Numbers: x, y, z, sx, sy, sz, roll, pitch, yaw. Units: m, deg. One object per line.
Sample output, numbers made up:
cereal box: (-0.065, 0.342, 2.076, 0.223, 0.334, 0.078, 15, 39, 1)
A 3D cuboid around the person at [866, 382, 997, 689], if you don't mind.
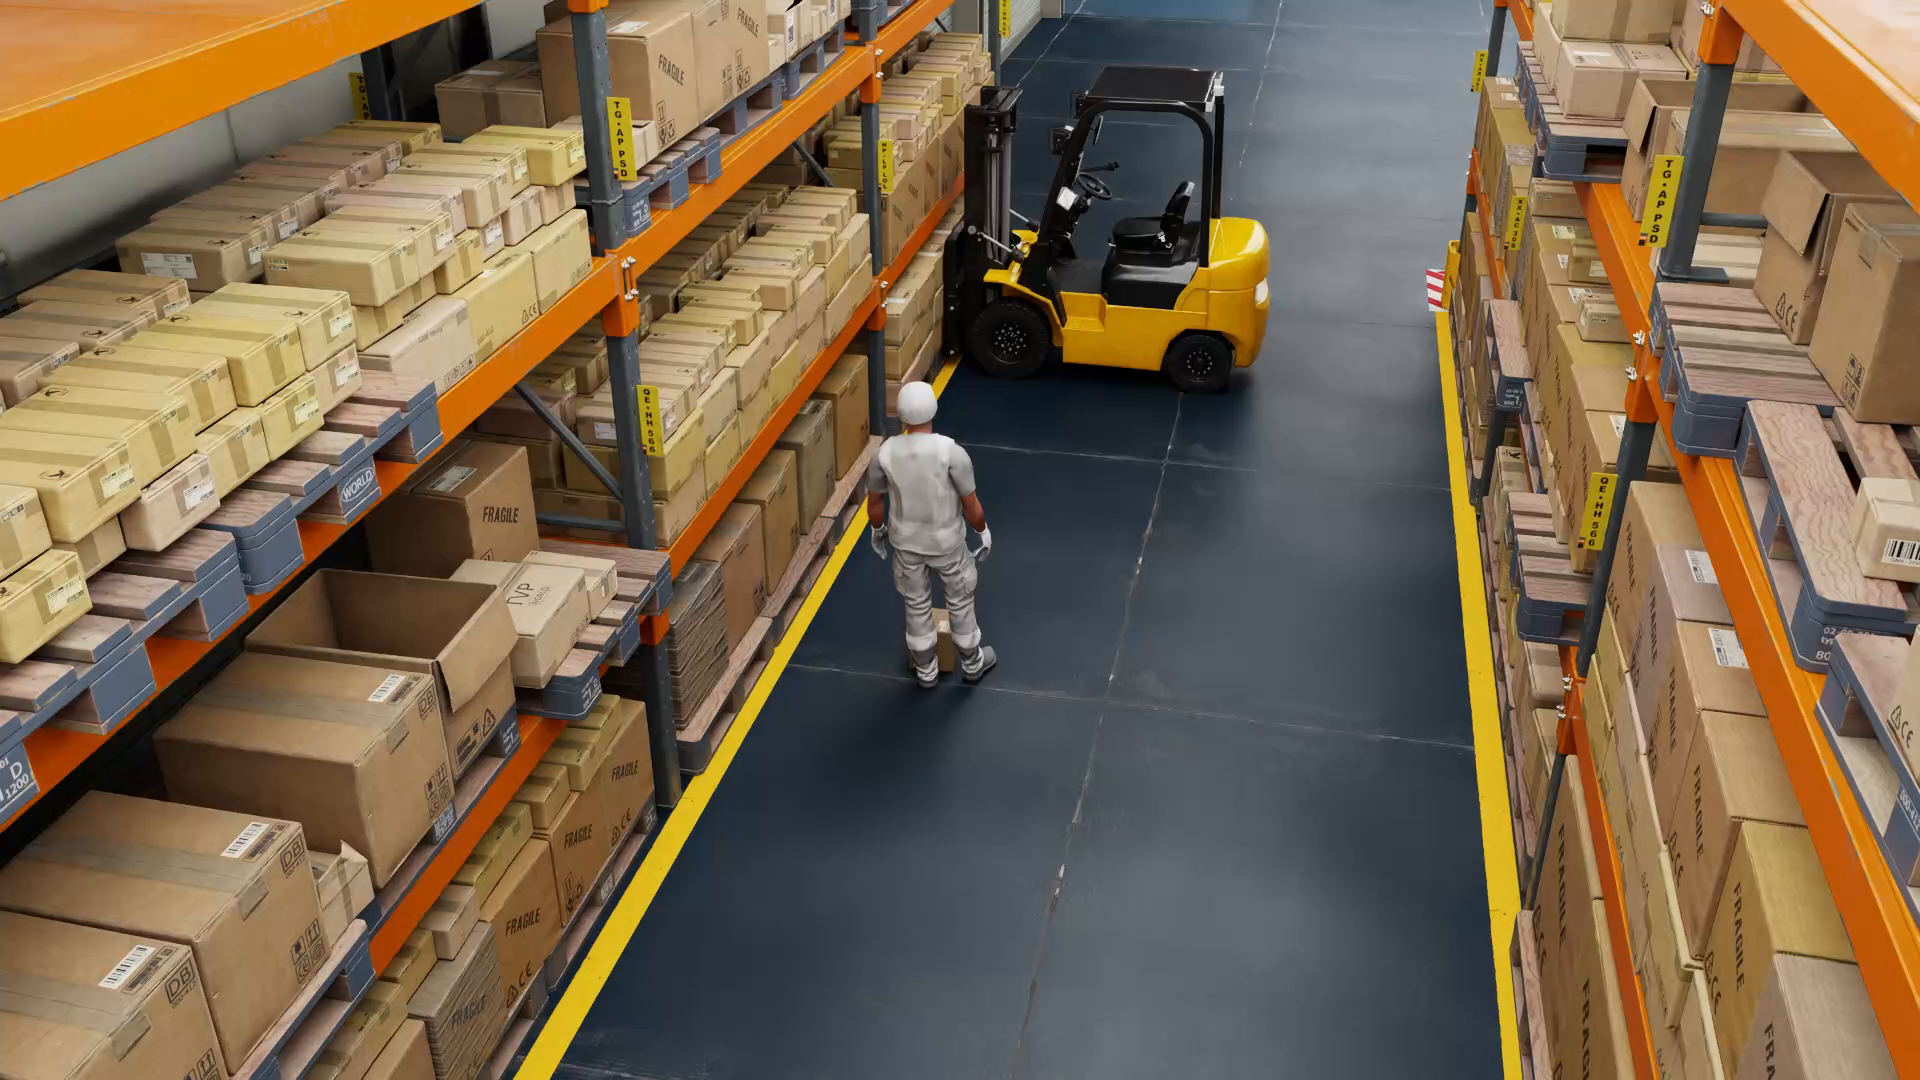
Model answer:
person: (-0.142, -0.040, 8.653, 0.637, 1.787, 0.564, 6, 29, 11)
